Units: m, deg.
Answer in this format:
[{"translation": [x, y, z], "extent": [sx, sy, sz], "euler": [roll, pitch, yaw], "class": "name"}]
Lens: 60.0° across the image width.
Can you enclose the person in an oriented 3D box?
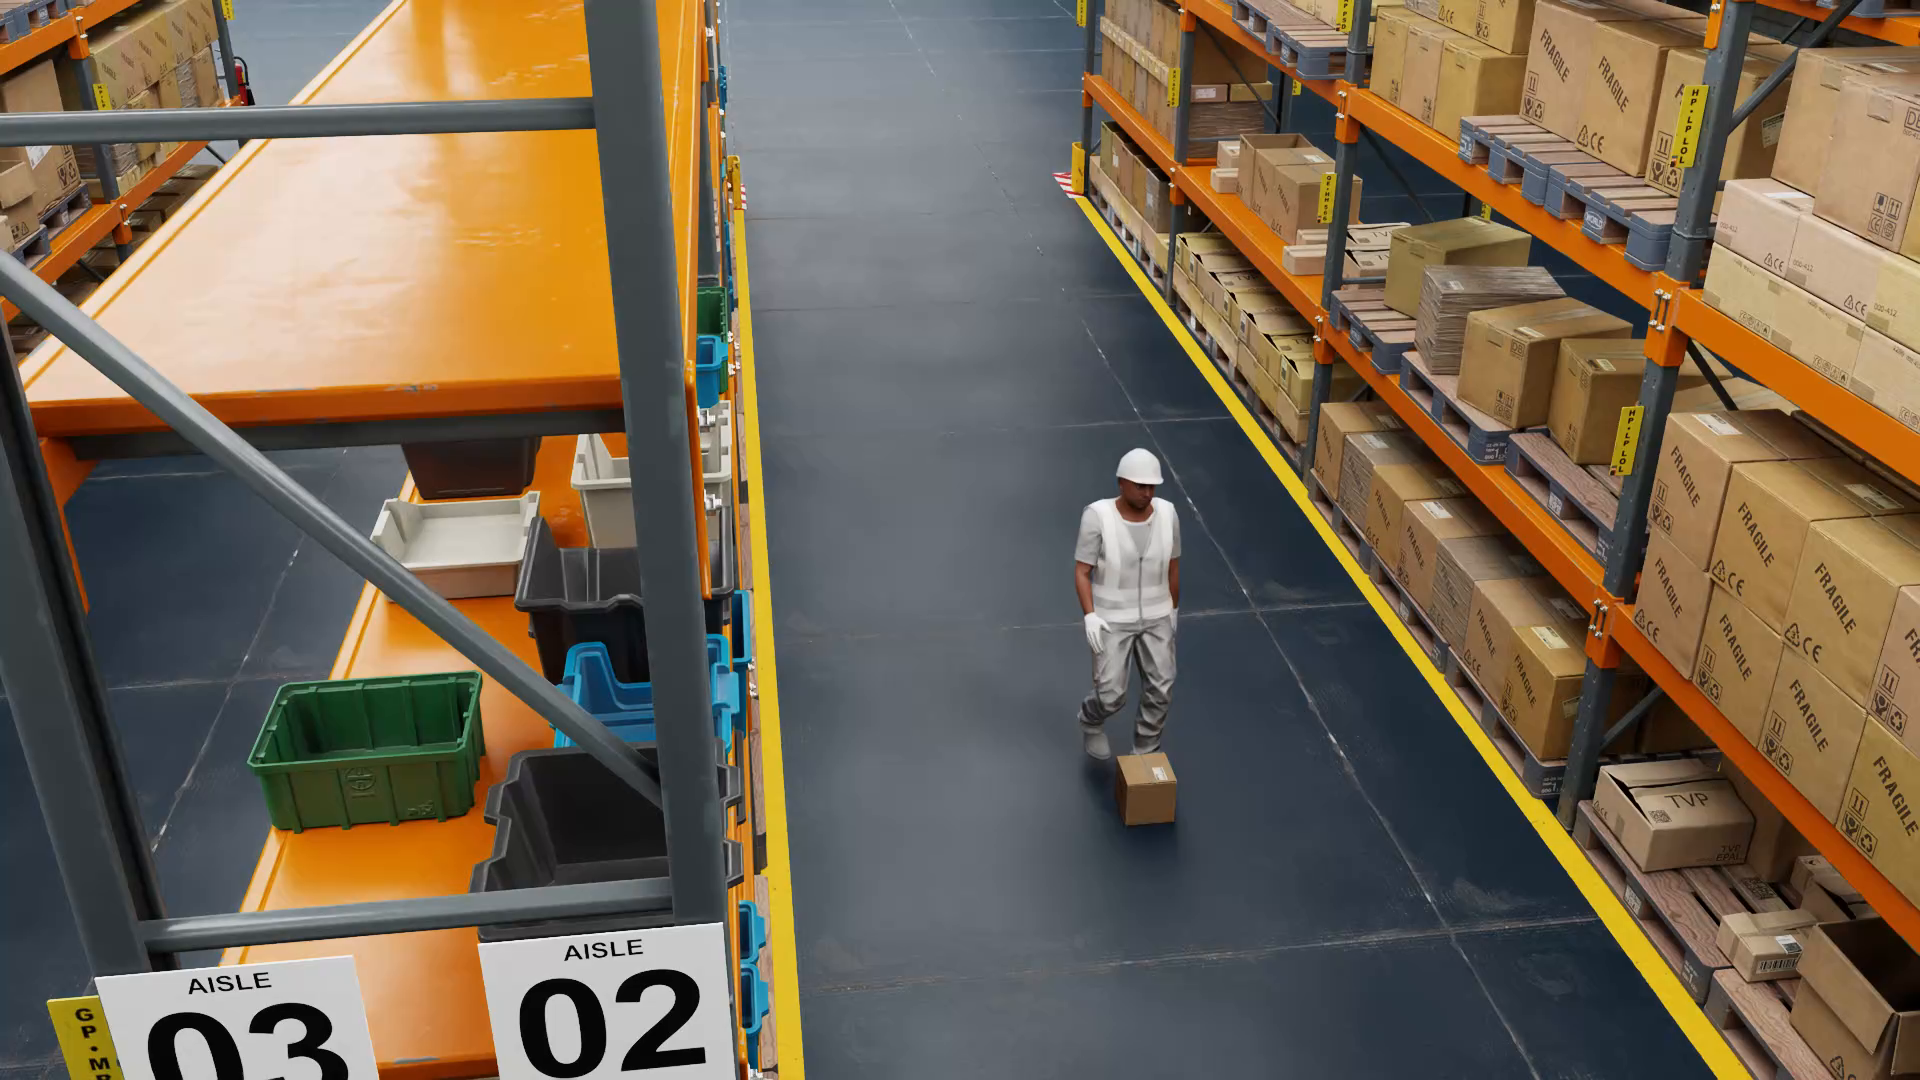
[{"translation": [0.877, 0.413, 8.345], "extent": [0.576, 1.728, 0.633], "euler": [-6, 28, -12], "class": "person"}]
